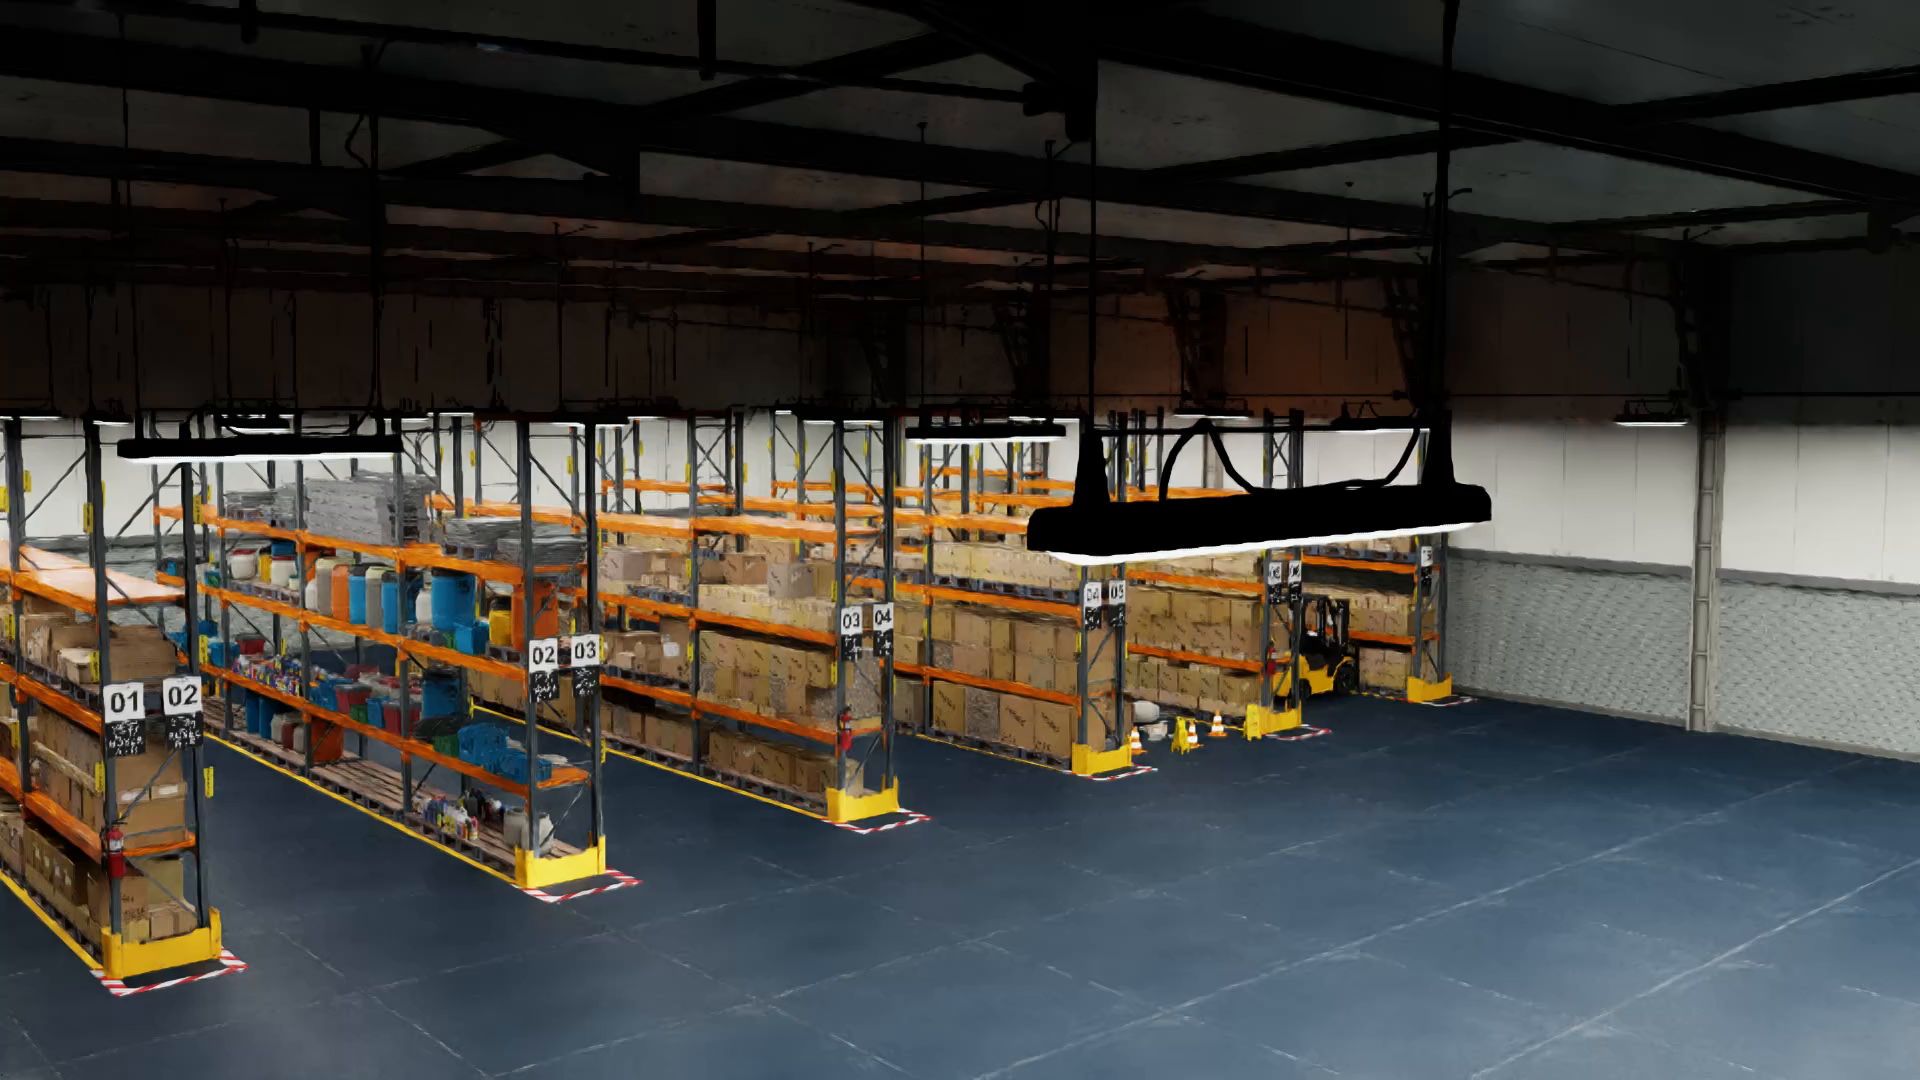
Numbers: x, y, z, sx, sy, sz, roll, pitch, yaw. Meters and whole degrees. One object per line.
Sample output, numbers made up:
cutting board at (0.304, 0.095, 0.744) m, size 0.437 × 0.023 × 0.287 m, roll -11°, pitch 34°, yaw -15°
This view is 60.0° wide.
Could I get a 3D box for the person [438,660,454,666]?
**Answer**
person at (-9.448, 2.848, 30.537) m, size 0.497 × 1.583 × 1.090 m, roll -4°, pitch 6°, yaw -38°
